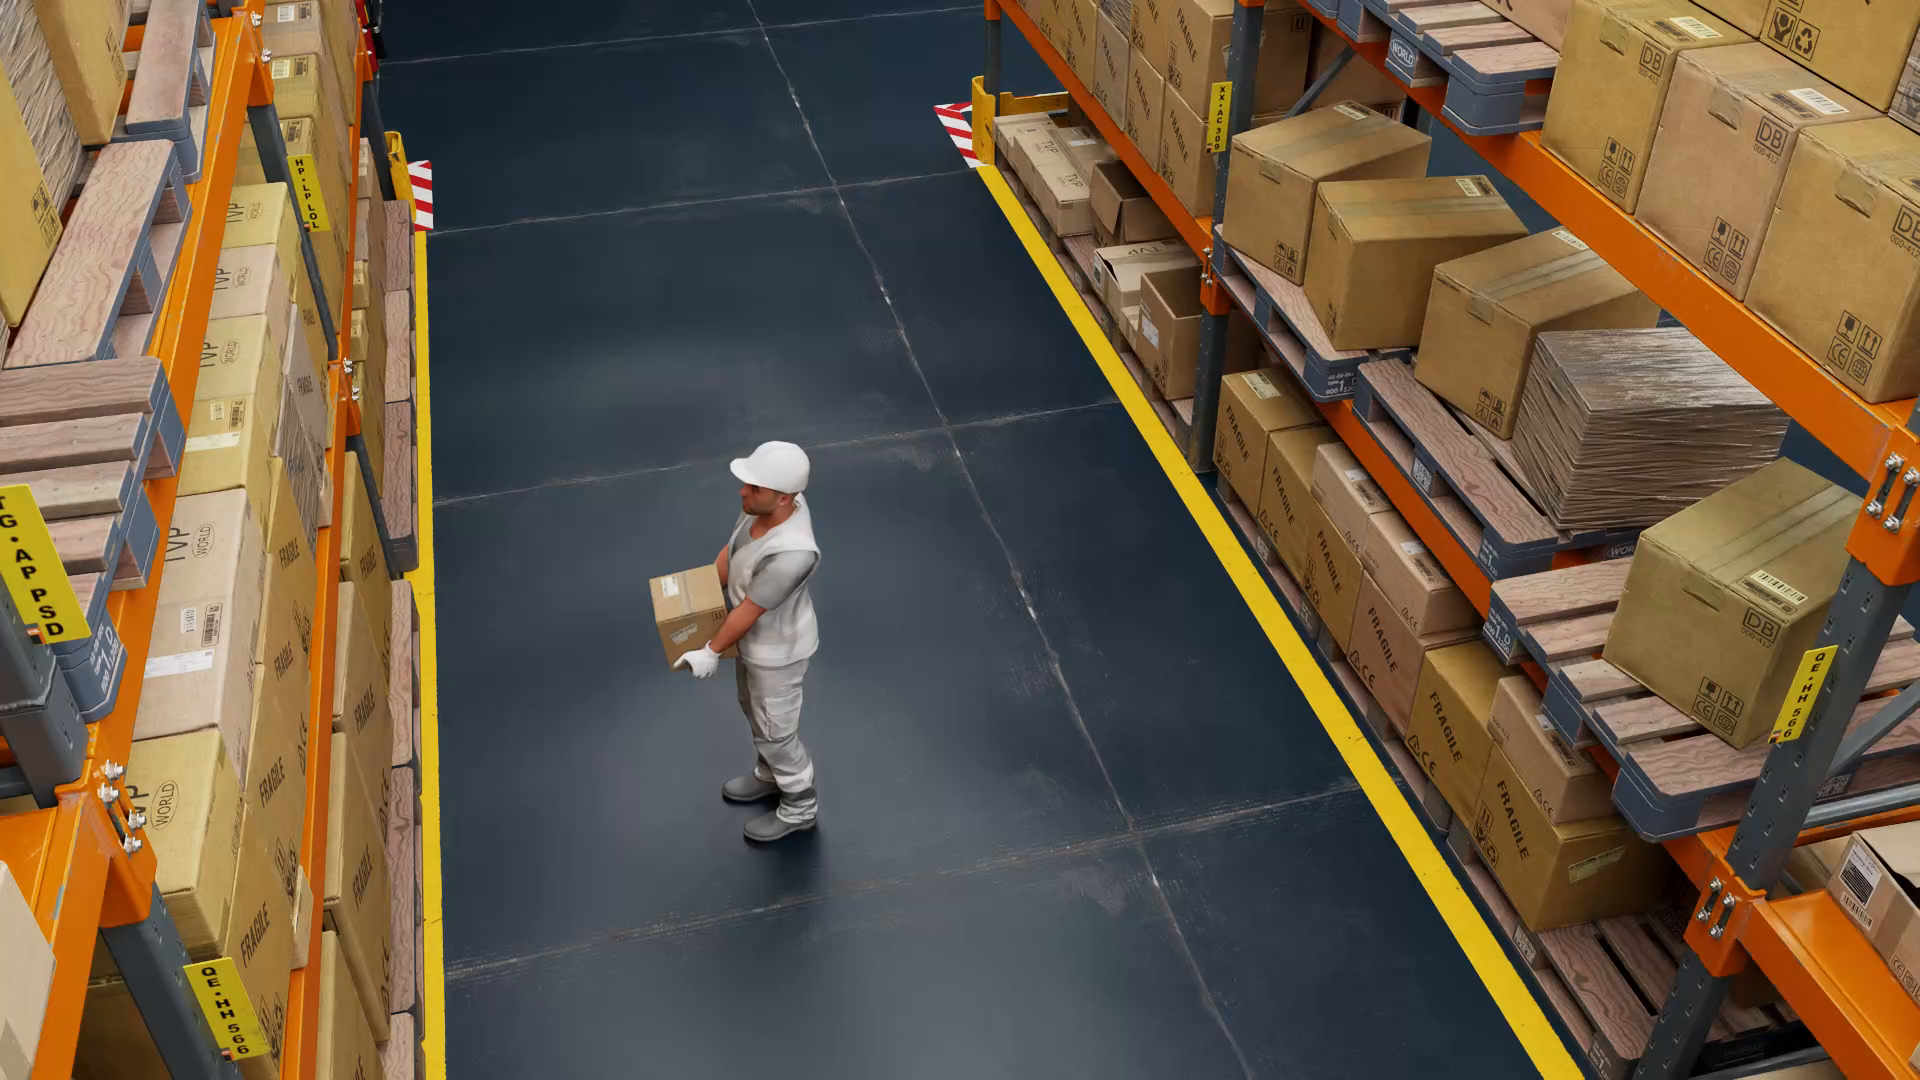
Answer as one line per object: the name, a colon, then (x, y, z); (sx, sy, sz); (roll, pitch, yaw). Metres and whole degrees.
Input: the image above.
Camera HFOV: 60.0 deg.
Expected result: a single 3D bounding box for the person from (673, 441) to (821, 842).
person: (-0.793, 0.398, 6.188); (0.561, 1.782, 0.494); (-9, 39, -11)
